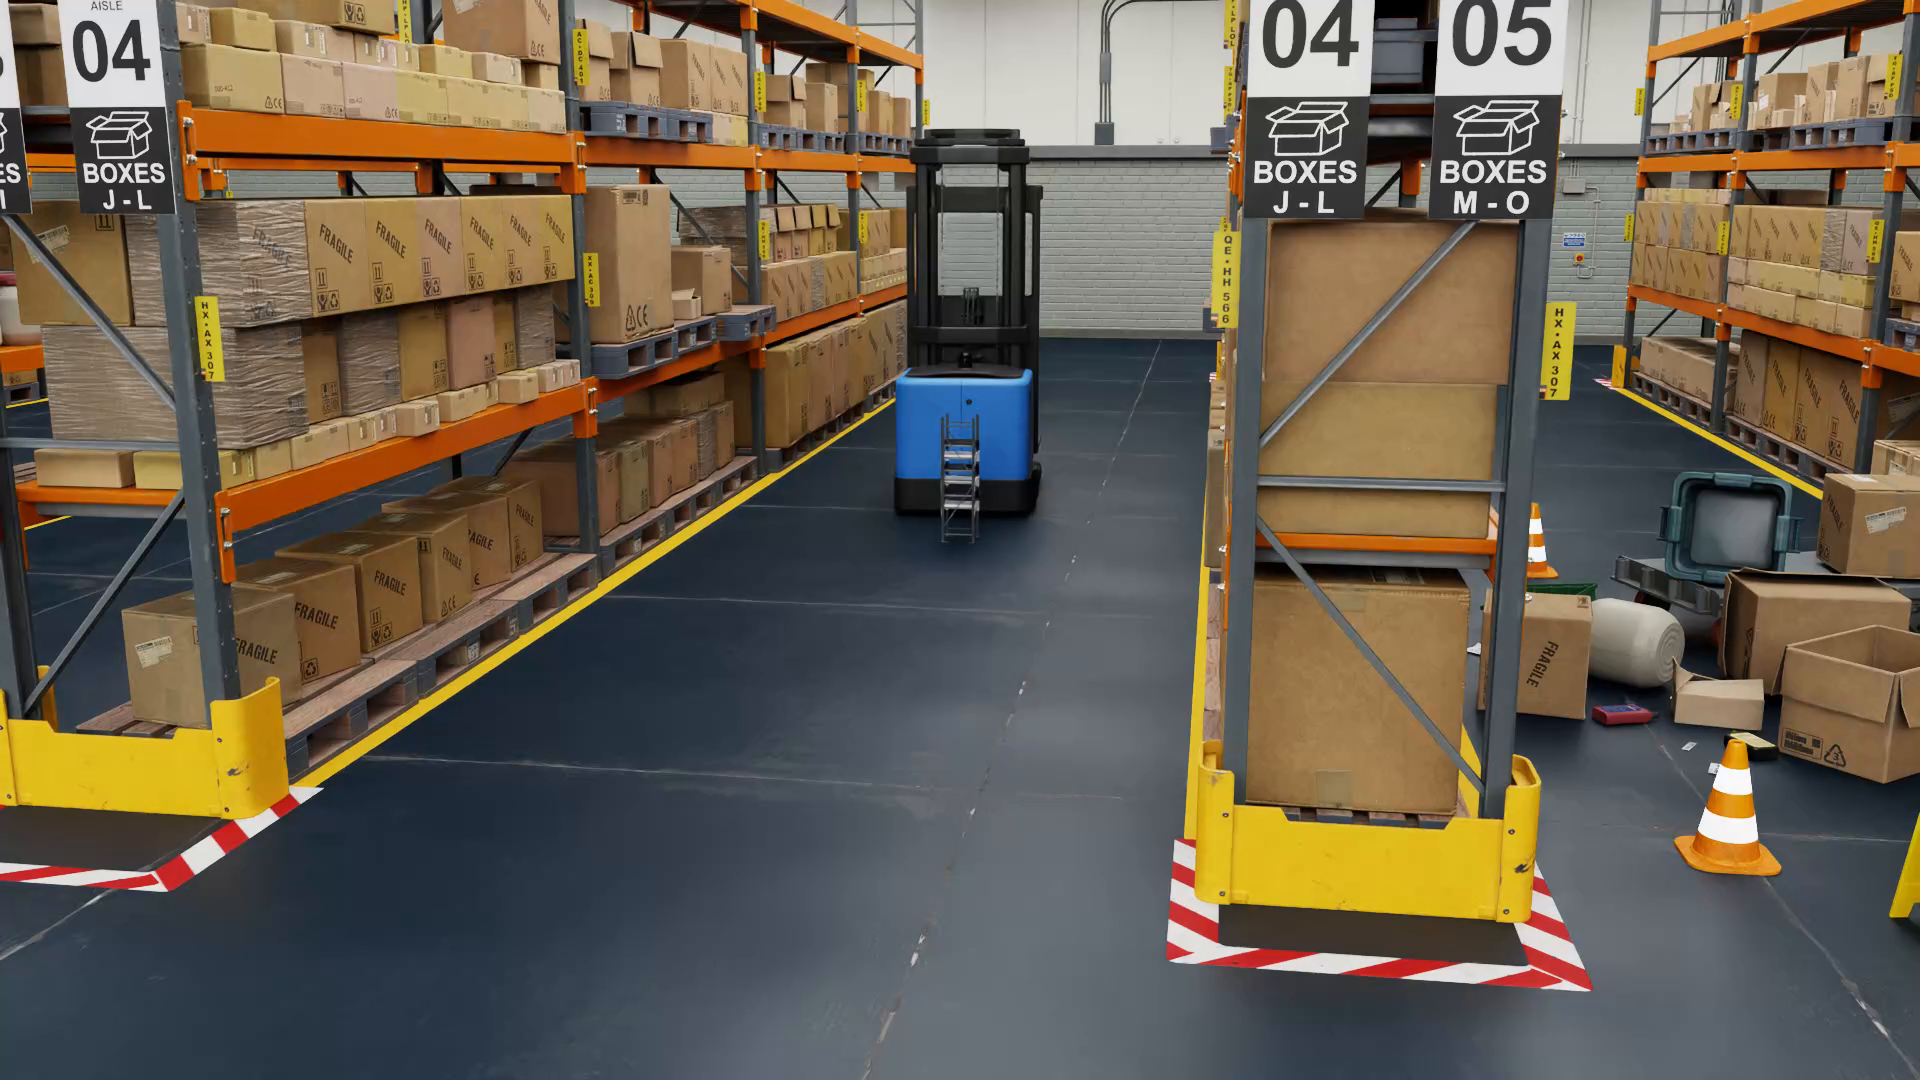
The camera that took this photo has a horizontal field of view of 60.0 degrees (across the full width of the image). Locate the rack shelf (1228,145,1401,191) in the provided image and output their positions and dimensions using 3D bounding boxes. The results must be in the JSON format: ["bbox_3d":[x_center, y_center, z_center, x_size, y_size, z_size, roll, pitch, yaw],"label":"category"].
[{"bbox_3d":[-2.465,-2.711,12.041,10.867,0.370,4.000,2,12,9],"label":"rack shelf"}]

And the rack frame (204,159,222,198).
[{"bbox_3d":[-7.100,-2.196,15.065,1.000,3.000,0.127,2,12,9],"label":"rack frame"}]

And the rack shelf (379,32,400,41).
[{"bbox_3d":[-6.792,-4.998,16.483,1.077,0.370,4.000,2,12,9],"label":"rack shelf"}]

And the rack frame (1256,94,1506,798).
[{"bbox_3d":[1.446,-0.189,5.750,0.949,2.616,0.053,2,12,9],"label":"rack frame"}]

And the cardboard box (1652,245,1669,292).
[{"bbox_3d":[8.313,-3.127,19.145,0.500,0.500,0.500,2,12,8],"label":"cardboard box"}]

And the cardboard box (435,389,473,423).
[{"bbox_3d":[-2.809,-0.714,8.784,0.380,0.149,0.250,2,12,9],"label":"cardboard box"}]

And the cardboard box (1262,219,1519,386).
[{"bbox_3d":[1.545,-0.866,5.973,0.875,0.550,0.550,2,12,9],"label":"cardboard box"}]

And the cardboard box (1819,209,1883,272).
[{"bbox_3d":[7.478,-2.476,13.750,0.500,0.500,0.500,2,12,10],"label":"cardboard box"}]

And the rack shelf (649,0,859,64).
[{"bbox_3d":[-1.898,-4.838,15.738,1.077,0.370,4.000,2,12,9],"label":"rack shelf"}]

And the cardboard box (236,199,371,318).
[{"bbox_3d":[-2.999,-1.263,7.418,0.500,0.500,0.500,2,12,9],"label":"cardboard box"}]

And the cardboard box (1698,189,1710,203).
[{"bbox_3d":[8.154,-3.686,17.827,0.380,0.149,0.250,2,12,8],"label":"cardboard box"}]

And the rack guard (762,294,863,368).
[{"bbox_3d":[5.790,-1.819,17.288,15.999,1.325,8.102,2,12,9],"label":"rack guard"}]

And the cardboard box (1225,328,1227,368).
[{"bbox_3d":[1.958,-1.293,10.635,0.500,0.500,0.500,2,12,8],"label":"cardboard box"}]

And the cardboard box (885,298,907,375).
[{"bbox_3d":[-1.135,-2.543,20.718,0.875,0.875,0.875,2,12,9],"label":"cardboard box"}]

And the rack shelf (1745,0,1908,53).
[{"bbox_3d":[7.894,-4.517,14.248,1.077,0.370,4.000,2,12,9],"label":"rack shelf"}]

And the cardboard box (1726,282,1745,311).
[{"bbox_3d":[7.873,-2.391,16.324,0.500,0.250,0.500,2,12,7],"label":"cardboard box"}]

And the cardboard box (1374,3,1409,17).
[{"bbox_3d":[1.931,-2.284,6.769,0.500,0.250,0.500,2,12,8],"label":"cardboard box"}]

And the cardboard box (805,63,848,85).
[{"bbox_3d":[-1.440,-5.200,18.631,0.500,0.250,0.500,1,12,5],"label":"cardboard box"}]

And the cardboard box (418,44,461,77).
[{"bbox_3d":[-2.783,-2.440,8.483,0.380,0.149,0.250,2,12,11],"label":"cardboard box"}]

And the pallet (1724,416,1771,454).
[{"bbox_3d":[8.157,-1.021,16.231,1.003,0.211,1.213,2,12,9],"label":"pallet"}]

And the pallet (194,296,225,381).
[{"bbox_3d":[-5.649,-0.290,8.365,6.086,2.096,2.714,2,12,9],"label":"pallet"}]

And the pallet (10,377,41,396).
[{"bbox_3d":[-11.272,-1.970,20.634,1.003,0.211,1.213,2,12,9],"label":"pallet"}]

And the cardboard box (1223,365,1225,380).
[{"bbox_3d":[2.526,-1.355,14.317,0.500,0.250,0.500,2,12,7],"label":"cardboard box"}]

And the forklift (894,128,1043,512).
[{"bbox_3d":[-3.340,-2.008,14.353,8.118,2.935,3.443,1,12,4],"label":"forklift"}]

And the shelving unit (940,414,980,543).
[{"bbox_3d":[5.522,-0.781,8.037,12.311,3.194,5.845,2,12,9],"label":"shelving unit"}]

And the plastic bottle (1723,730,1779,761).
[{"bbox_3d":[3.571,0.926,7.551,0.133,0.061,0.283,-2,12,-11],"label":"plastic bottle"}]

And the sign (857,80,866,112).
[{"bbox_3d":[-1.053,-4.726,17.708,0.100,0.325,0.005,2,12,9],"label":"sign"}]

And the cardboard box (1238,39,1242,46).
[{"bbox_3d":[1.283,-2.025,6.513,0.380,0.149,0.250,2,12,9],"label":"cardboard box"}]

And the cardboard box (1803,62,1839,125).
[{"bbox_3d":[7.571,-3.812,14.206,0.500,0.500,0.500,2,12,9],"label":"cardboard box"}]

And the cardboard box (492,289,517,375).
[{"bbox_3d":[-3.063,-1.203,9.512,0.875,0.500,0.500,2,12,9],"label":"cardboard box"}]

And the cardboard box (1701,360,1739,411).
[{"bbox_3d":[8.404,-1.627,17.510,0.875,0.438,0.875,2,12,8],"label":"cardboard box"}]

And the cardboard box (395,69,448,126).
[{"bbox_3d":[-2.878,-2.175,8.200,0.500,0.250,0.500,2,12,10],"label":"cardboard box"}]

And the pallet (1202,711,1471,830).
[{"bbox_3d":[1.495,1.005,6.827,1.003,0.211,1.213,2,12,9],"label":"pallet"}]

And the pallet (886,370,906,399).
[{"bbox_3d":[-1.211,-1.916,20.382,1.003,0.211,1.213,2,12,9],"label":"pallet"}]

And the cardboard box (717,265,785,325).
[{"bbox_3d":[-1.862,-2.177,14.738,0.500,0.500,0.500,2,12,10],"label":"cardboard box"}]

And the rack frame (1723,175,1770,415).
[{"bbox_3d":[8.205,-2.547,16.694,0.949,2.616,0.053,2,12,9],"label":"rack frame"}]

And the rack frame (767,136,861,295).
[{"bbox_3d":[-1.591,-2.869,18.184,1.000,3.000,0.127,2,12,9],"label":"rack frame"}]

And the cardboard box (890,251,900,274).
[{"bbox_3d":[-1.020,-3.344,20.039,0.500,0.250,0.500,2,12,9],"label":"cardboard box"}]

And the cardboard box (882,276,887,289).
[{"bbox_3d":[-1.058,-3.014,19.456,0.380,0.149,0.250,2,12,8],"label":"cardboard box"}]

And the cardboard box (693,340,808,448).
[{"bbox_3d":[-2.079,-1.346,15.163,1.225,0.875,0.875,1,12,6],"label":"cardboard box"}]

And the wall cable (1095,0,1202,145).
[{"bbox_3d":[3.300,-9.272,26.020,2.277,5.999,0.120,2,12,9],"label":"wall cable"}]

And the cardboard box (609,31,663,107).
[{"bbox_3d":[-2.507,-3.216,11.435,0.797,0.503,0.637,2,12,11],"label":"cardboard box"}]

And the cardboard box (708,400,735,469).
[{"bbox_3d":[-2.289,-0.889,13.887,0.700,0.500,0.500,1,12,6],"label":"cardboard box"}]

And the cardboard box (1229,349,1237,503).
[{"bbox_3d":[1.525,-0.456,6.633,0.875,0.550,0.550,2,12,9],"label":"cardboard box"}]

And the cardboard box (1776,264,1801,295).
[{"bbox_3d":[7.623,-2.317,14.794,0.500,0.250,0.500,2,12,7],"label":"cardboard box"}]

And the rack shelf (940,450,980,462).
[{"bbox_3d":[0.001,-0.585,11.876,0.258,0.077,0.200,2,12,9],"label":"rack shelf"}]

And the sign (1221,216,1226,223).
[{"bbox_3d":[3.374,-3.960,21.195,0.100,0.325,0.005,2,12,9],"label":"sign"}]

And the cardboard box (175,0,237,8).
[{"bbox_3d":[-3.448,-2.606,7.718,0.500,0.500,0.500,2,12,9],"label":"cardboard box"}]

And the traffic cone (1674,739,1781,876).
[{"bbox_3d":[2.934,0.987,6.316,0.336,0.463,0.334,2,12,9],"label":"traffic cone"}]
